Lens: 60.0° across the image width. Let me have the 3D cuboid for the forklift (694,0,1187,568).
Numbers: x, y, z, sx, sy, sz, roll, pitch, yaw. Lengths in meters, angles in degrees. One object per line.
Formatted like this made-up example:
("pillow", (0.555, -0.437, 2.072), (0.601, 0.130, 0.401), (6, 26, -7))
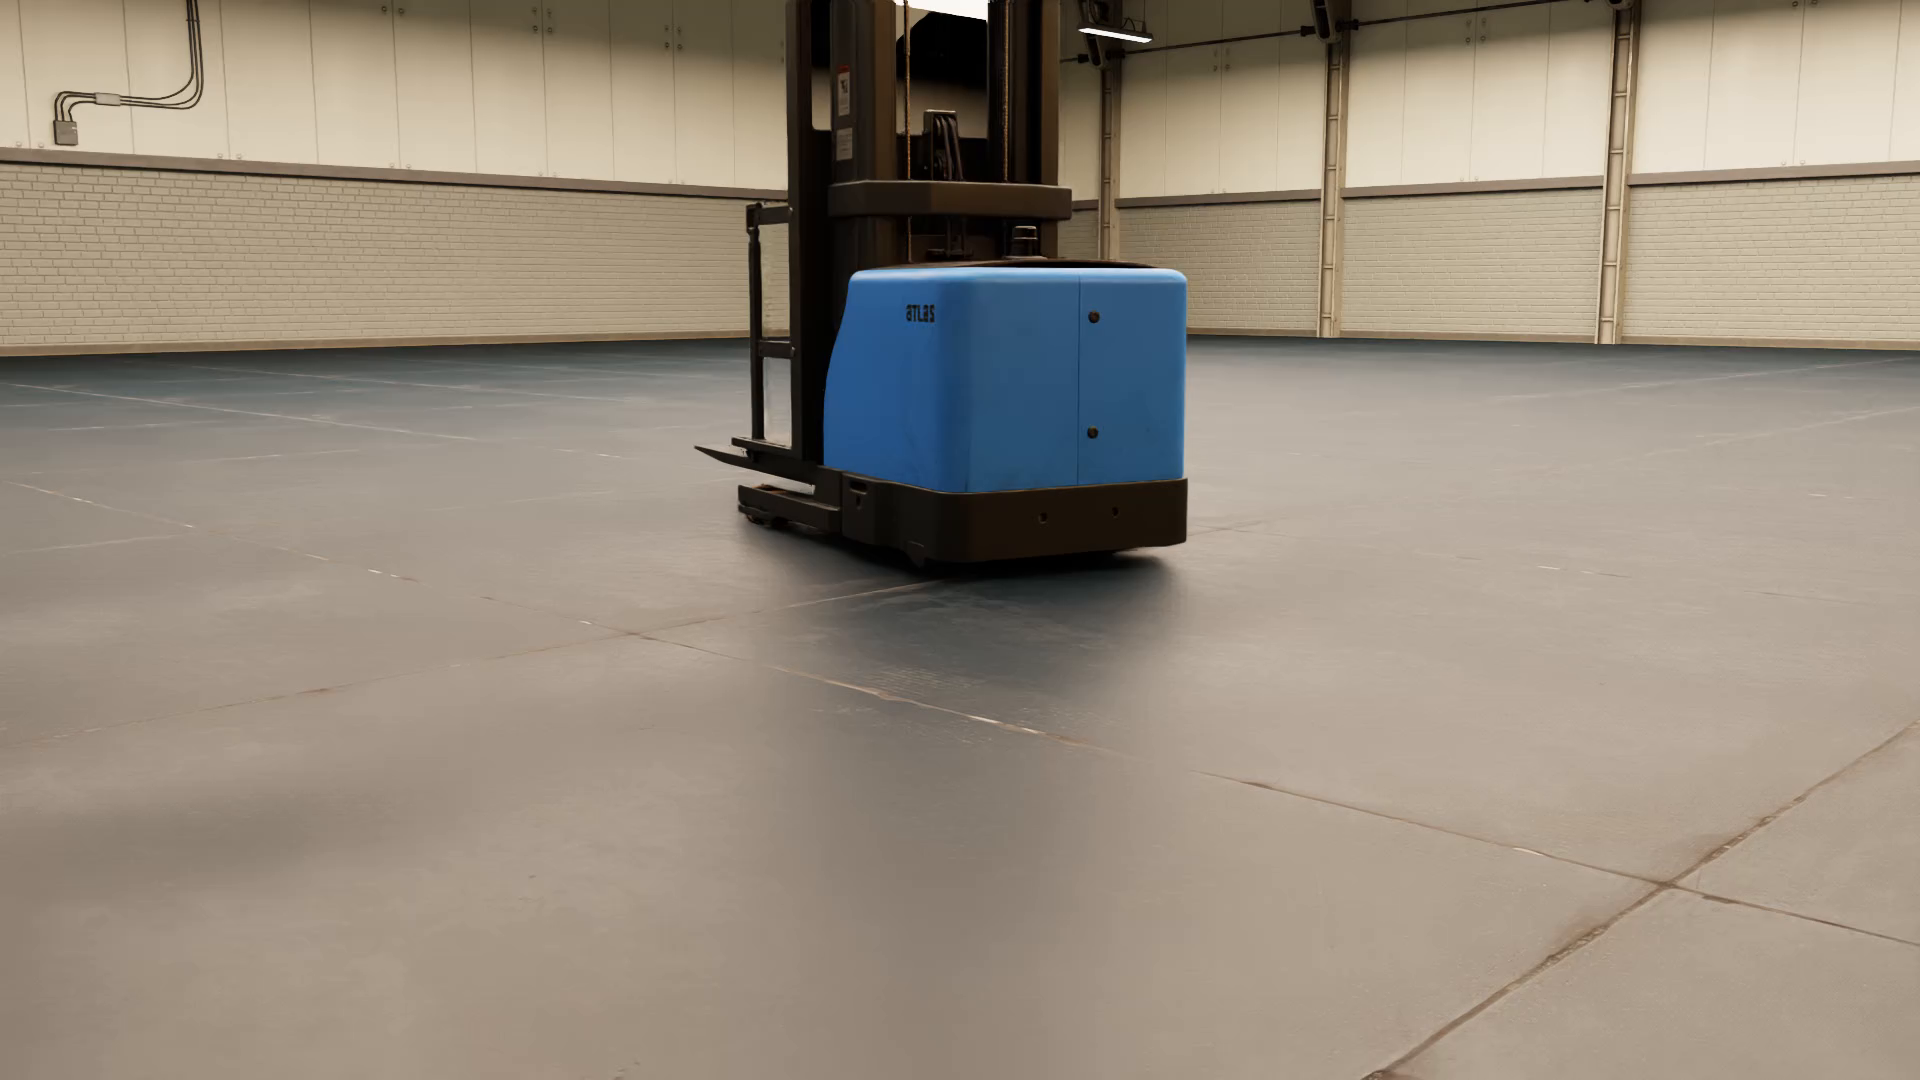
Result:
("forklift", (-0.311, -1.529, 7.026), (1.130, 2.935, 3.031), (-5, 10, -29))
